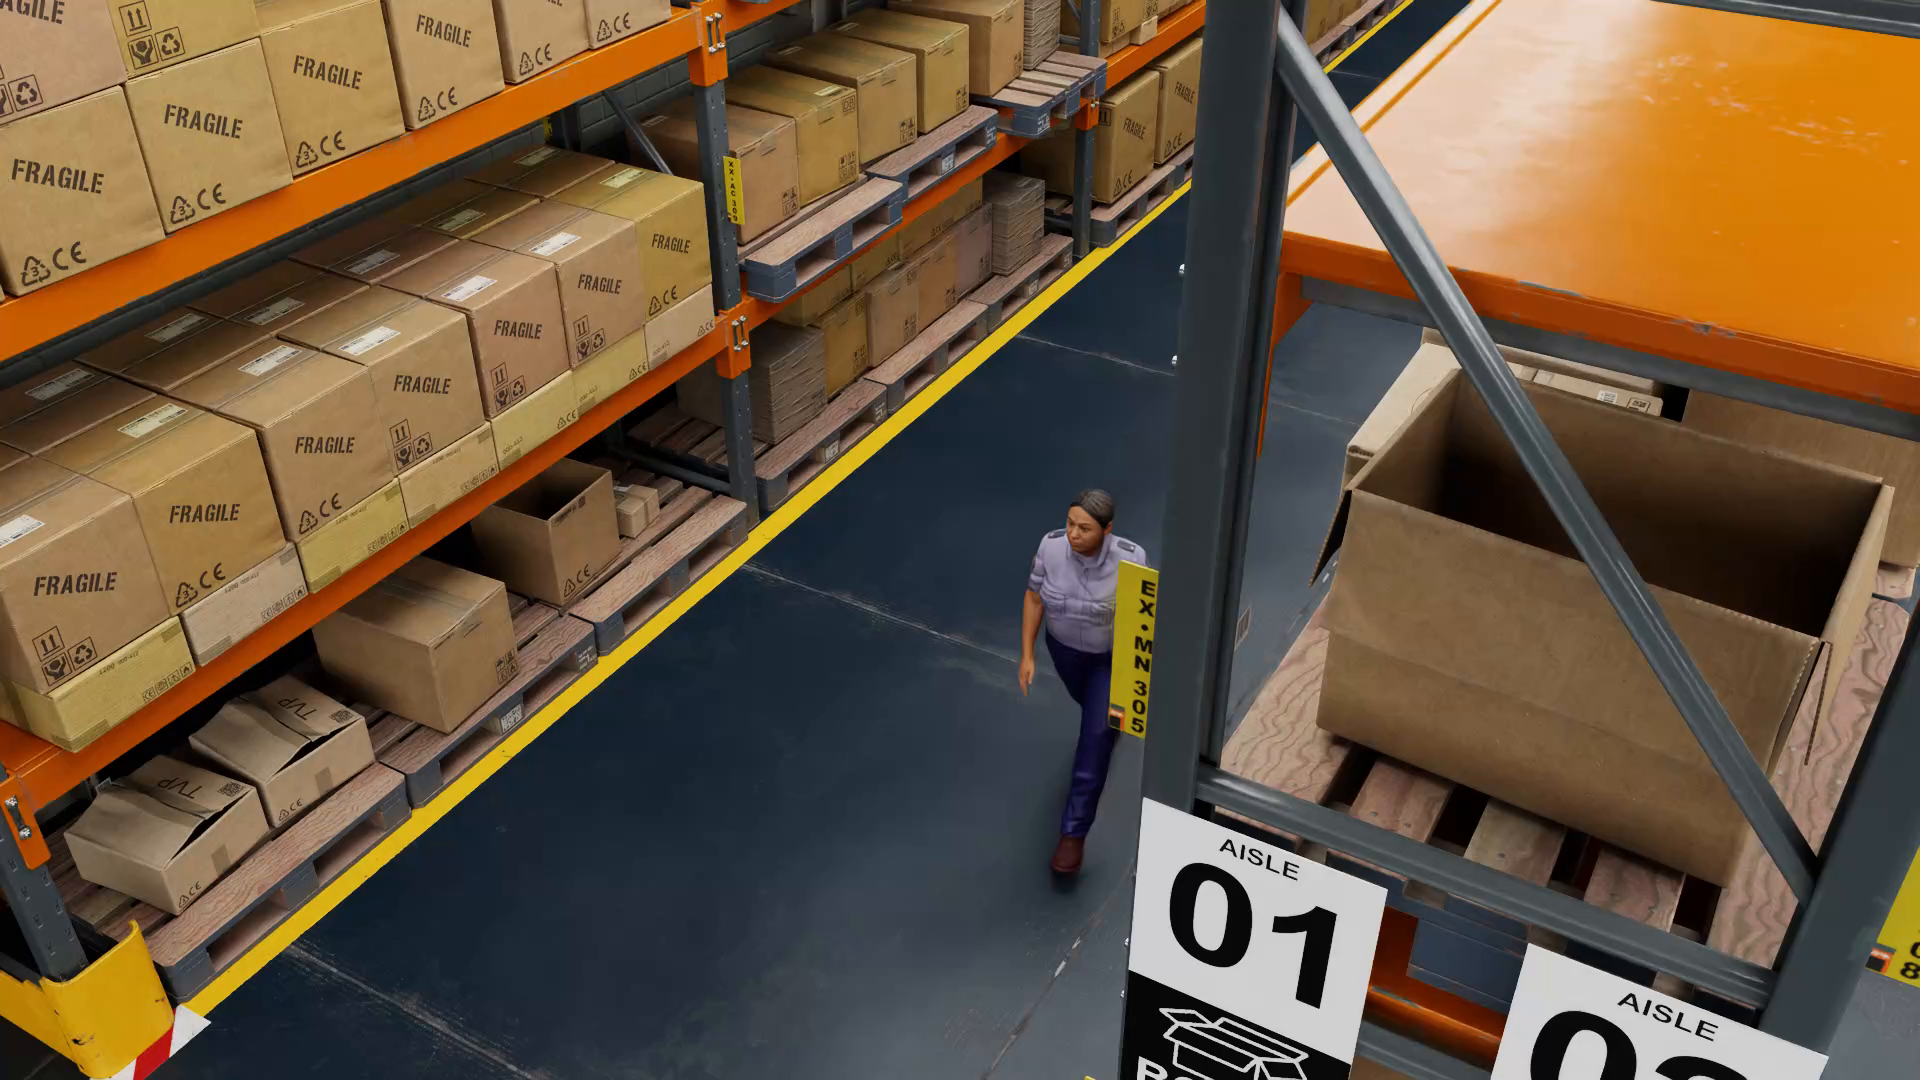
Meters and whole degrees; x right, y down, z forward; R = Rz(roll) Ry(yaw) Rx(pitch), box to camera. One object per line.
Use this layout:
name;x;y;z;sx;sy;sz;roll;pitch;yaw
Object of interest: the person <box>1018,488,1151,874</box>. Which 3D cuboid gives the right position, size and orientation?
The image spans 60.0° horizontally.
person;0.517;0.445;6.766;0.513;1.573;1.073;18;38;24
